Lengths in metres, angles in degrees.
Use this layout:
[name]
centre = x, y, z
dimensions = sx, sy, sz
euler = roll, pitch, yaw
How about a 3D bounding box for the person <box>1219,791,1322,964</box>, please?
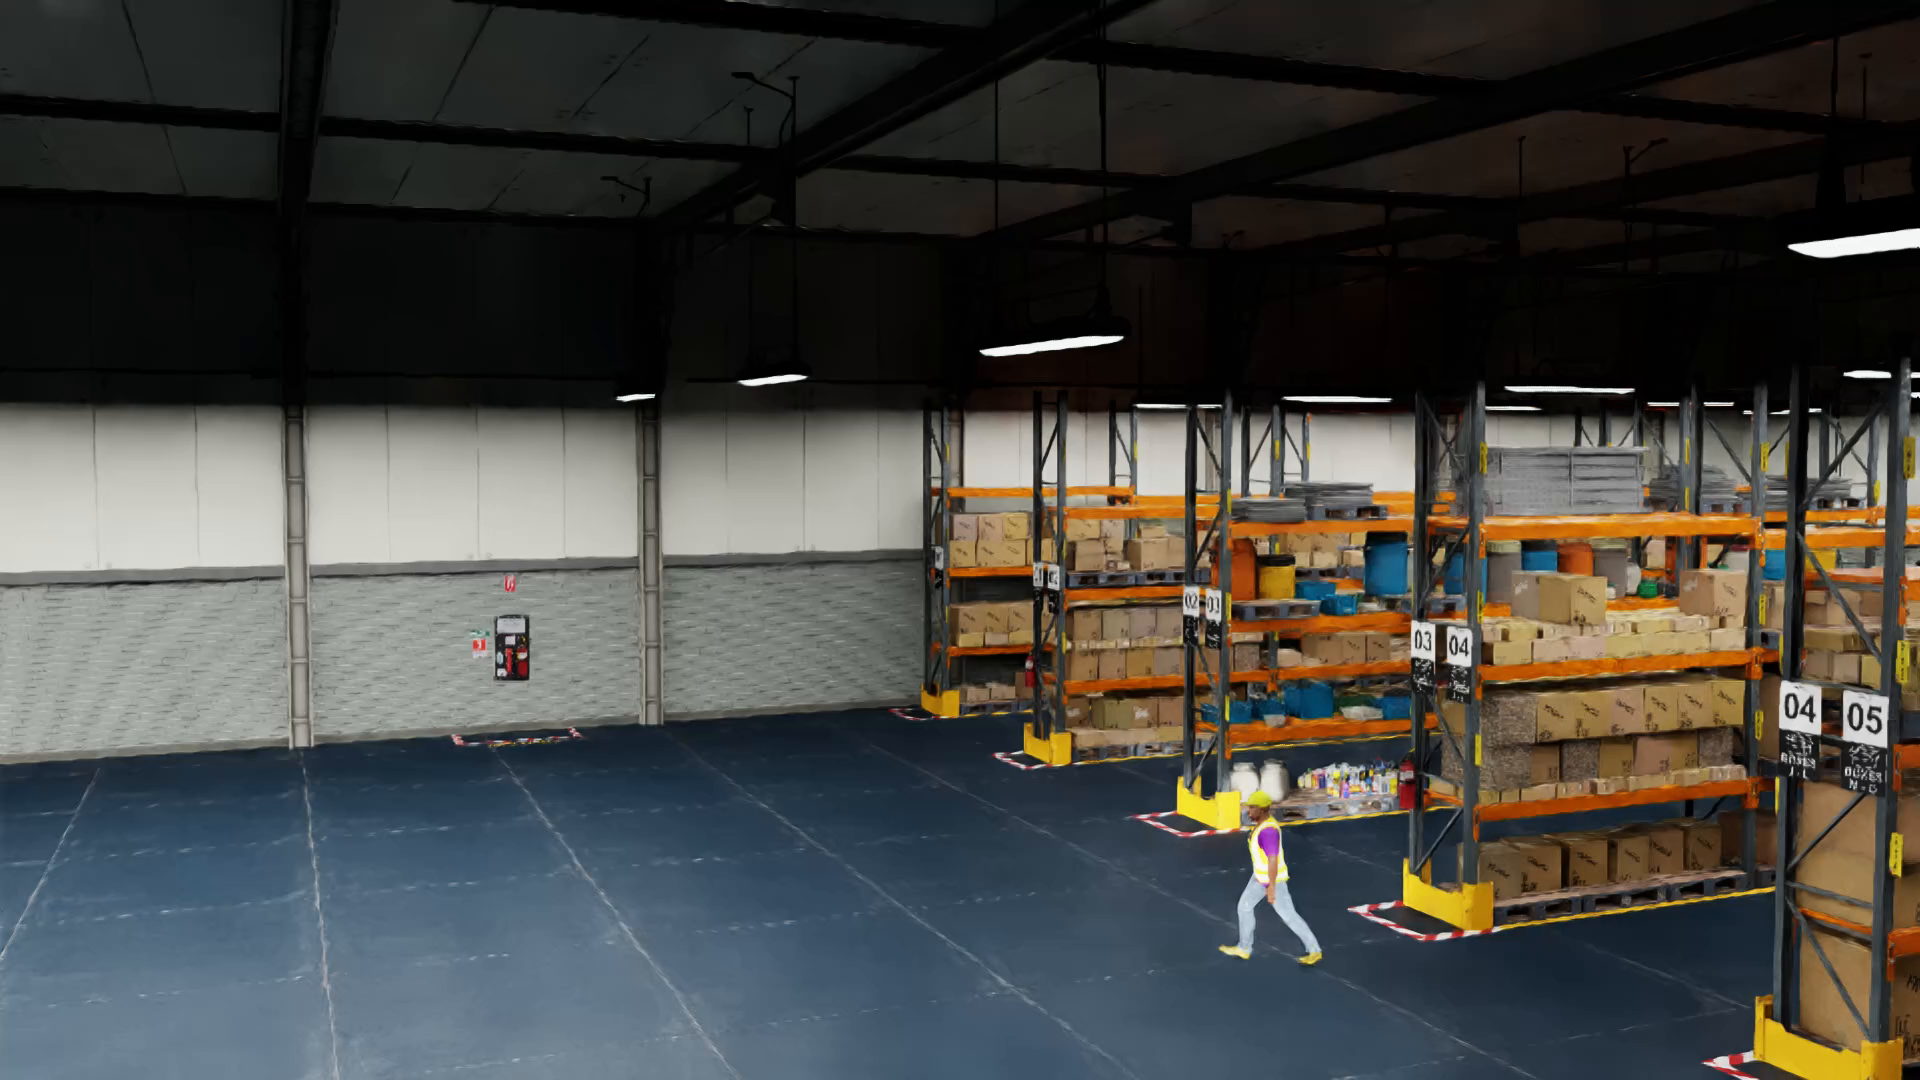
[person]
centre = 3.096, 3.343, 16.501
dimensions = 0.971, 1.712, 0.618
euler = 0, 3, -1
